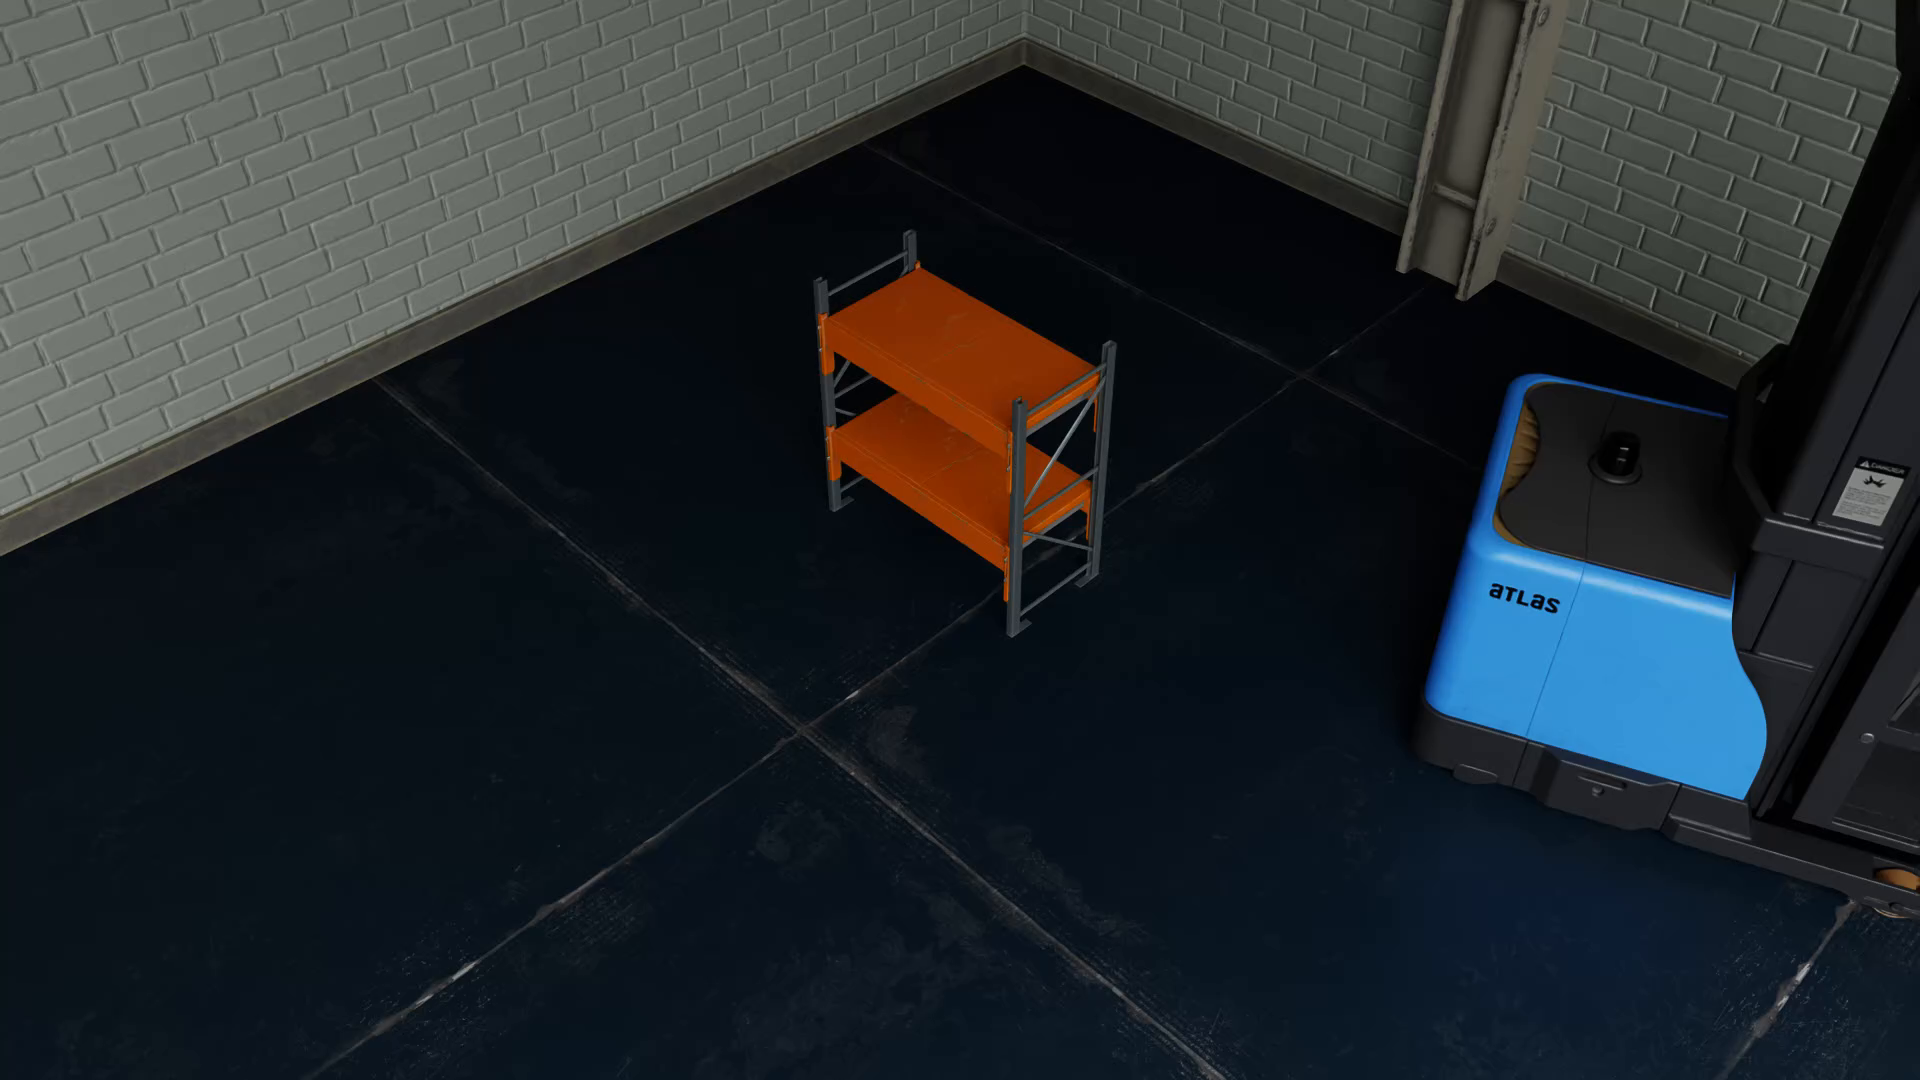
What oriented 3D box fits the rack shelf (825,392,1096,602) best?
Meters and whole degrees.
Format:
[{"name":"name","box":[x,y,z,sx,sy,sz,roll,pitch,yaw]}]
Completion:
[{"name":"rack shelf","box":[0.005,-0.230,6.531,0.538,0.278,1.000,-34,53,-31]}]

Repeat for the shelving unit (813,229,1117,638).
[{"name":"shelving unit","box":[0.005,-0.410,6.365,0.538,1.125,1.048,-34,53,-31]}]

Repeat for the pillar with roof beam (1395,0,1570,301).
[{"name":"pillar with roof beam","box":[-0.658,-2.555,2.884,9.100,9.000,0.400,-34,53,-31]}]

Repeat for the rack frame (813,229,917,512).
[{"name":"rack frame","box":[-0.354,-0.654,6.629,0.500,1.125,0.032,-34,53,-31]}]

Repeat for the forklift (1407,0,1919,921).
[{"name":"forklift","box":[3.147,-0.209,4.816,3.031,2.935,1.130,16,45,16]}]

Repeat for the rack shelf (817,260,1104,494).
[{"name":"rack shelf","box":[0.005,-0.625,6.166,0.538,0.278,1.000,-34,53,-31]}]

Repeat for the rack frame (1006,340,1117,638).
[{"name":"rack frame","box":[0.364,-0.166,6.100,0.500,1.125,0.032,-34,53,-31]}]
